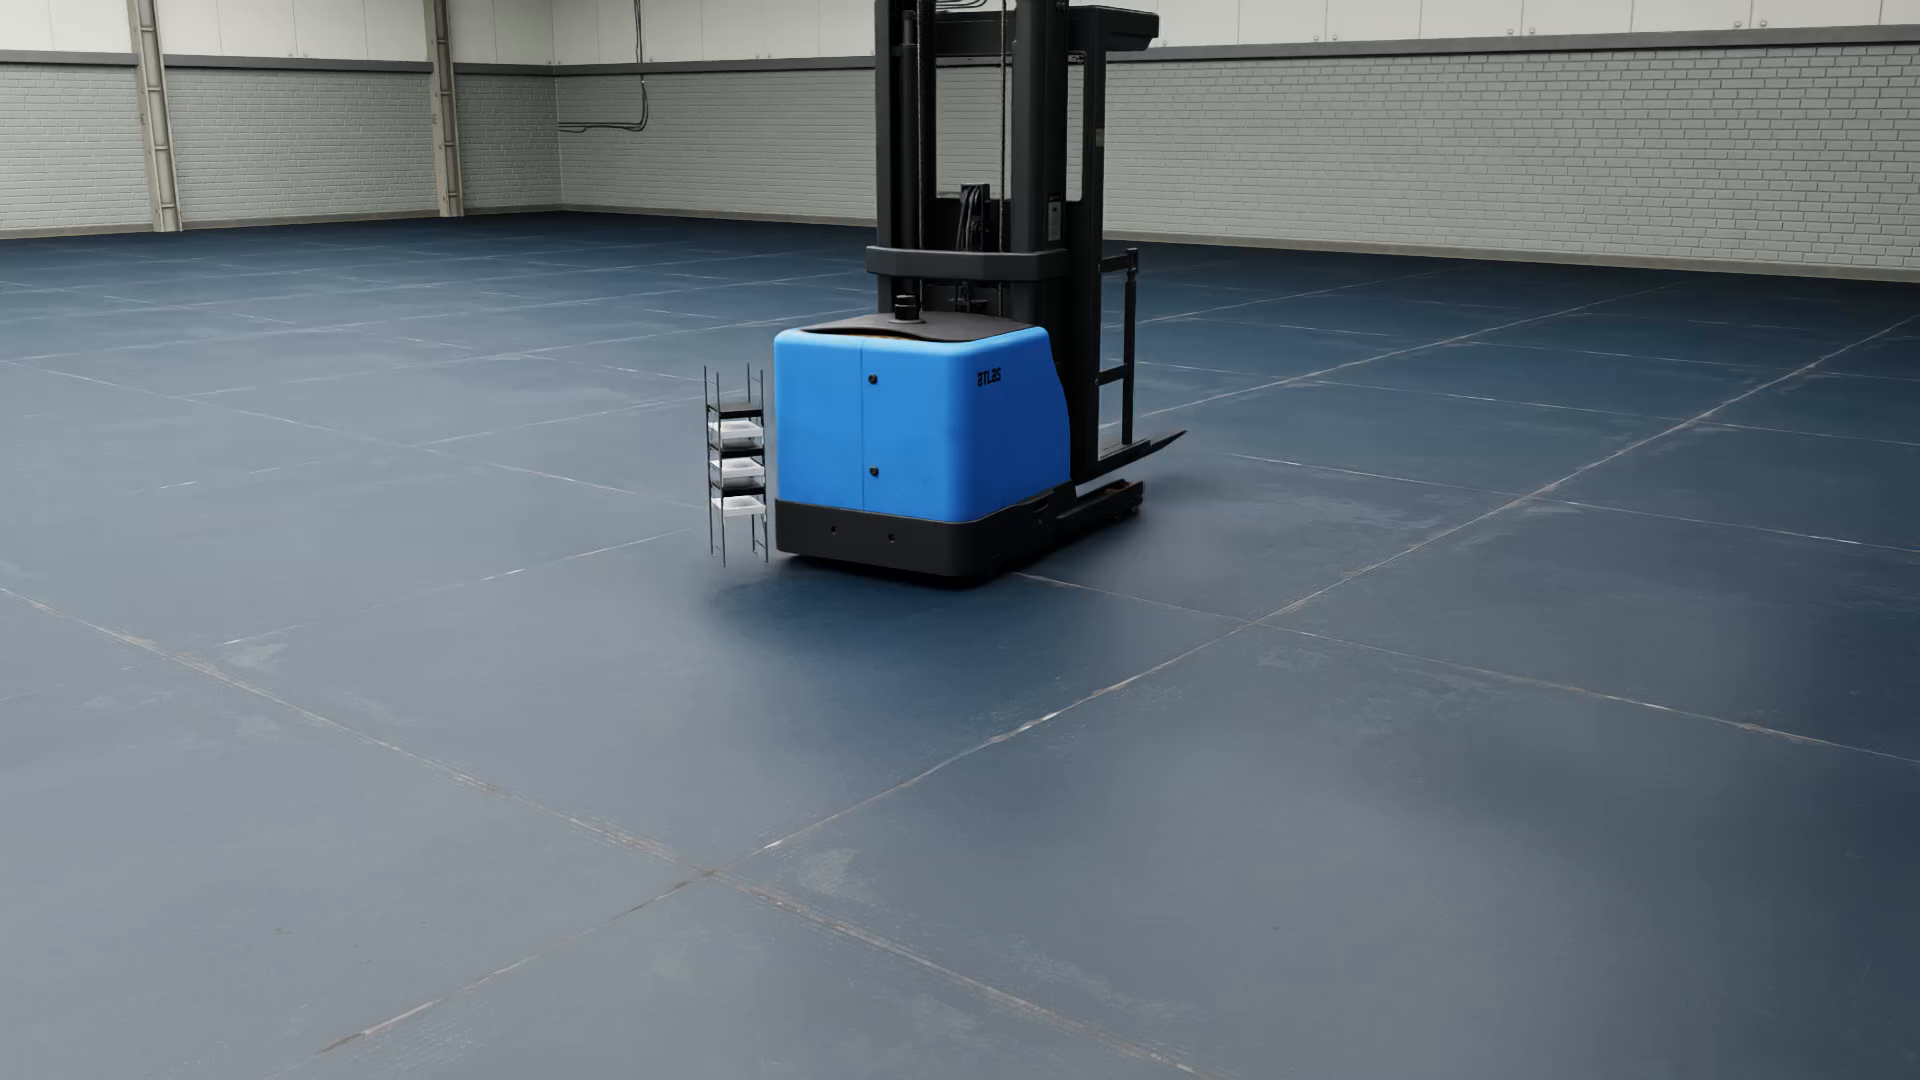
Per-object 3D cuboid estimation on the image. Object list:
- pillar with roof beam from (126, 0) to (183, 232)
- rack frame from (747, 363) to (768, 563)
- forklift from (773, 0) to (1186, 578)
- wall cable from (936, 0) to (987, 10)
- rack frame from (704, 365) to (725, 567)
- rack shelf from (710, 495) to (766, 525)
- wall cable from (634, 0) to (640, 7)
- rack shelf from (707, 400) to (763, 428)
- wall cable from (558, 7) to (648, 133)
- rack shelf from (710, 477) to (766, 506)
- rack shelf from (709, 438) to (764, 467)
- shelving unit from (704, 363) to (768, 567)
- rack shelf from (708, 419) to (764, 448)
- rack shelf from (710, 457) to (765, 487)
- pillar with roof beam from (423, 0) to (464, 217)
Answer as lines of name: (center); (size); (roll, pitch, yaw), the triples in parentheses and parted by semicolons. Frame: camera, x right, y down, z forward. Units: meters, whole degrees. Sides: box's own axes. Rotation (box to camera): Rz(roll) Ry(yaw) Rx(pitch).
pillar with roof beam: (-11.042, -9.308, 26.487); (9.100, 9.000, 0.400); (11, 18, 38)
rack frame: (-0.939, -0.358, 7.705); (0.006, 0.900, 0.240); (-6, 15, -22)
forklift: (0.304, -1.570, 8.349); (1.130, 2.935, 3.031); (8, 16, 28)
wall cable: (-0.366, -11.659, 28.834); (2.305, 6.003, 0.169); (11, 18, 38)
rack frame: (-1.126, -0.339, 7.628); (0.006, 0.900, 0.240); (-6, 15, -22)
rack shelf: (-1.033, -0.142, 7.719); (0.200, 0.077, 0.258); (-6, 15, -22)
wall cable: (-5.636, -12.007, 33.160); (3.097, 2.526, 0.112); (11, 18, 38)
rack shelf: (-1.033, -0.578, 7.608); (0.200, 0.077, 0.258); (-6, 15, -22)
wall cable: (-7.740, -9.978, 35.430); (3.097, 2.526, 0.112); (11, 18, 38)
rack shelf: (-1.033, -0.229, 7.697); (0.200, 0.077, 0.258); (-6, 15, -22)
rack shelf: (-1.033, -0.403, 7.653); (0.200, 0.077, 0.258); (-6, 15, -22)
shelving unit: (-1.033, -0.348, 7.667); (0.210, 0.900, 0.258); (-6, 15, -22)
rack shelf: (-1.033, -0.491, 7.630); (0.200, 0.077, 0.258); (-6, 15, -22)
rack shelf: (-1.033, -0.316, 7.675); (0.200, 0.077, 0.258); (-6, 15, -22)
pillar with roof beam: (-7.271, -10.457, 31.010); (9.100, 9.000, 0.400); (11, 18, 38)
